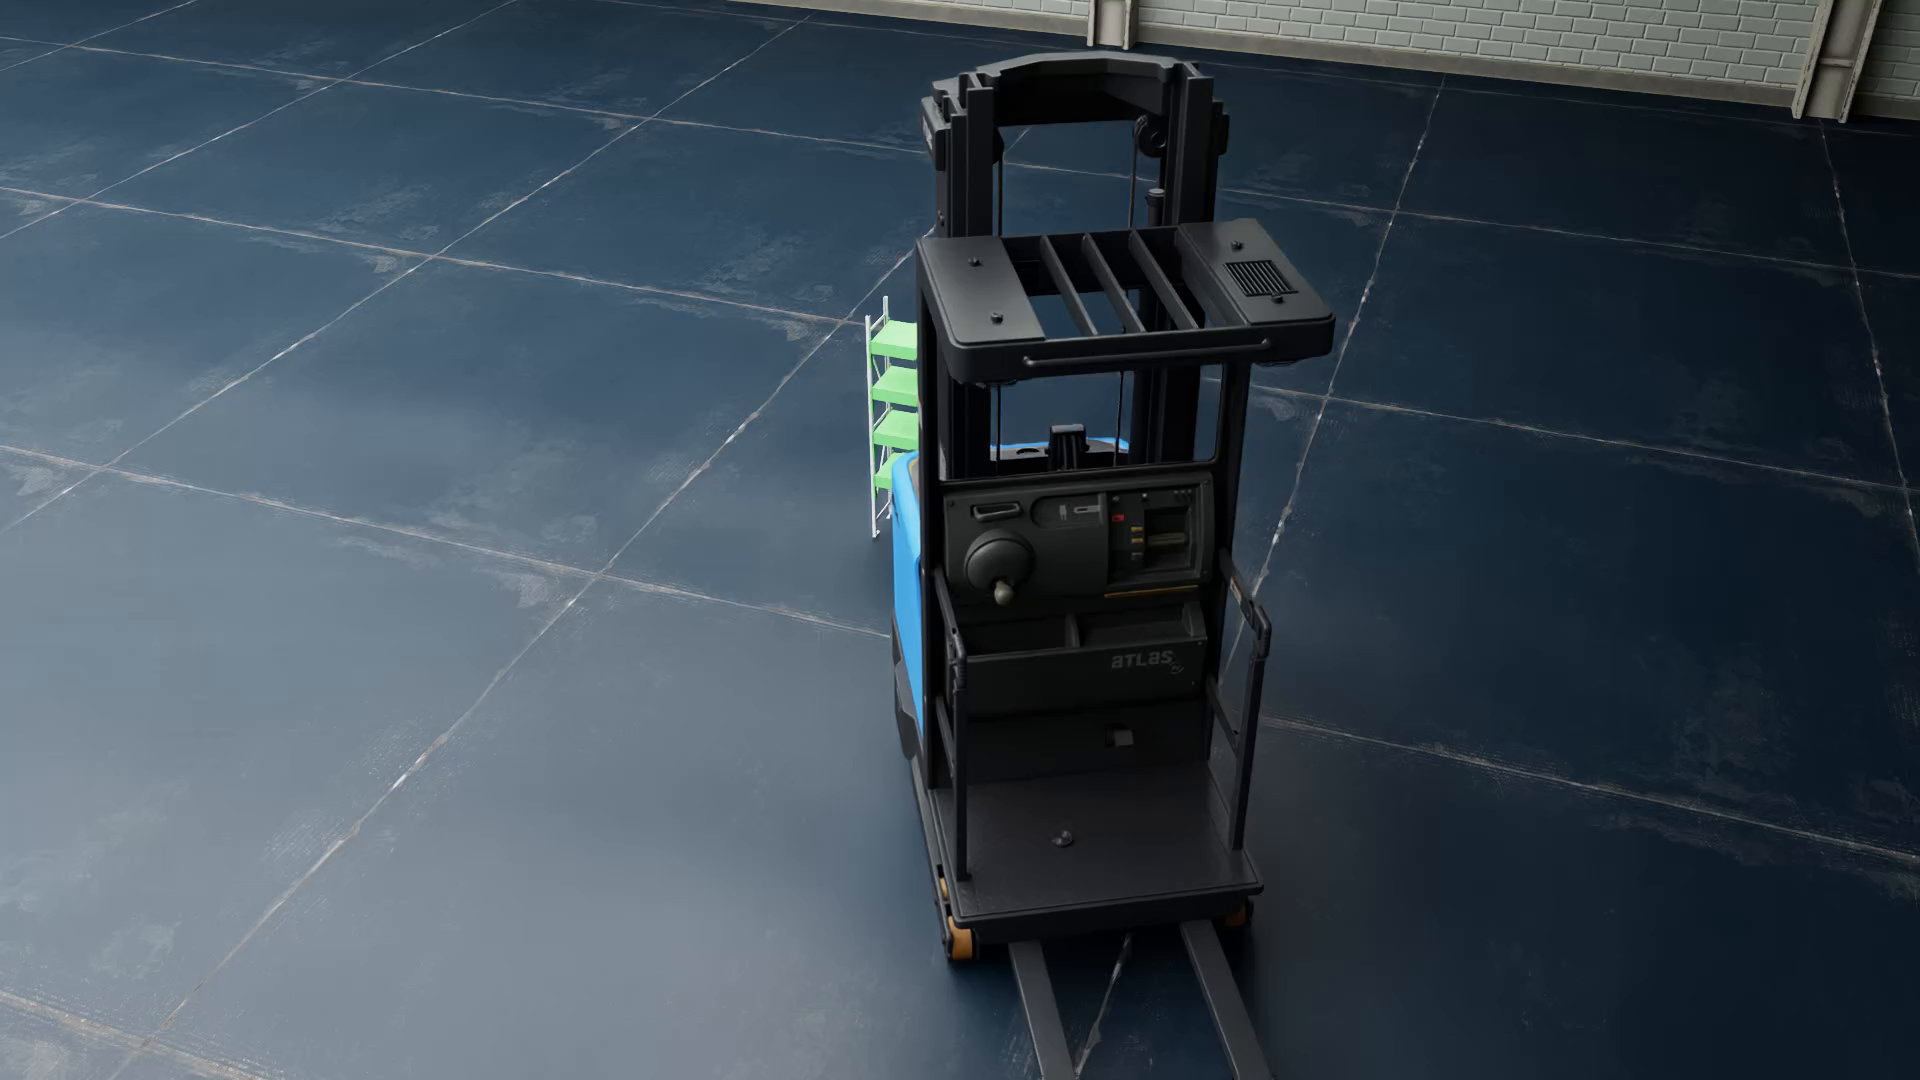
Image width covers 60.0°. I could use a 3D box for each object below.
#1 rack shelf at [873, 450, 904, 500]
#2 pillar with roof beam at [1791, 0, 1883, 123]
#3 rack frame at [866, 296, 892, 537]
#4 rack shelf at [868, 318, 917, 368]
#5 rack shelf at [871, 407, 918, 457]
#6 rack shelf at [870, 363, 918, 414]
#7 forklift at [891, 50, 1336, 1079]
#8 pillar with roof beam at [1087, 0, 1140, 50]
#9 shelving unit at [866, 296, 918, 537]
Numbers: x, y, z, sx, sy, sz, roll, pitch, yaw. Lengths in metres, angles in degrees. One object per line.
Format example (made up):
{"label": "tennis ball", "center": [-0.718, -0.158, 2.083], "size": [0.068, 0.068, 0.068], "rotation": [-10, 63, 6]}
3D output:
{"label": "rack shelf", "center": [-0.156, -0.279, 8.136], "size": [0.480, 0.148, 0.258], "rotation": [11, 34, 16]}
{"label": "pillar with roof beam", "center": [5.602, -5.076, 7.816], "size": [0.400, 9.000, 9.100], "rotation": [11, 34, 16]}
{"label": "rack frame", "center": [-0.386, -0.579, 8.041], "size": [0.015, 1.200, 0.240], "rotation": [11, 34, 16]}
{"label": "rack shelf", "center": [-0.156, -0.884, 7.746], "size": [0.480, 0.148, 0.258], "rotation": [11, 34, 16]}
{"label": "rack shelf", "center": [-0.156, -0.481, 8.006], "size": [0.480, 0.148, 0.258], "rotation": [11, 34, 16]}
{"label": "rack shelf", "center": [-0.156, -0.682, 7.876], "size": [0.480, 0.148, 0.258], "rotation": [11, 34, 16]}
{"label": "forklift", "center": [0.445, 0.056, 5.462], "size": [1.130, 2.935, 3.031], "rotation": [-5, 33, -8]}
{"label": "pillar with roof beam", "center": [-0.046, -6.174, 9.517], "size": [0.400, 9.000, 9.100], "rotation": [11, 34, 16]}
{"label": "shelving unit", "center": [-0.156, -0.534, 7.971], "size": [0.503, 1.200, 0.258], "rotation": [11, 34, 16]}
